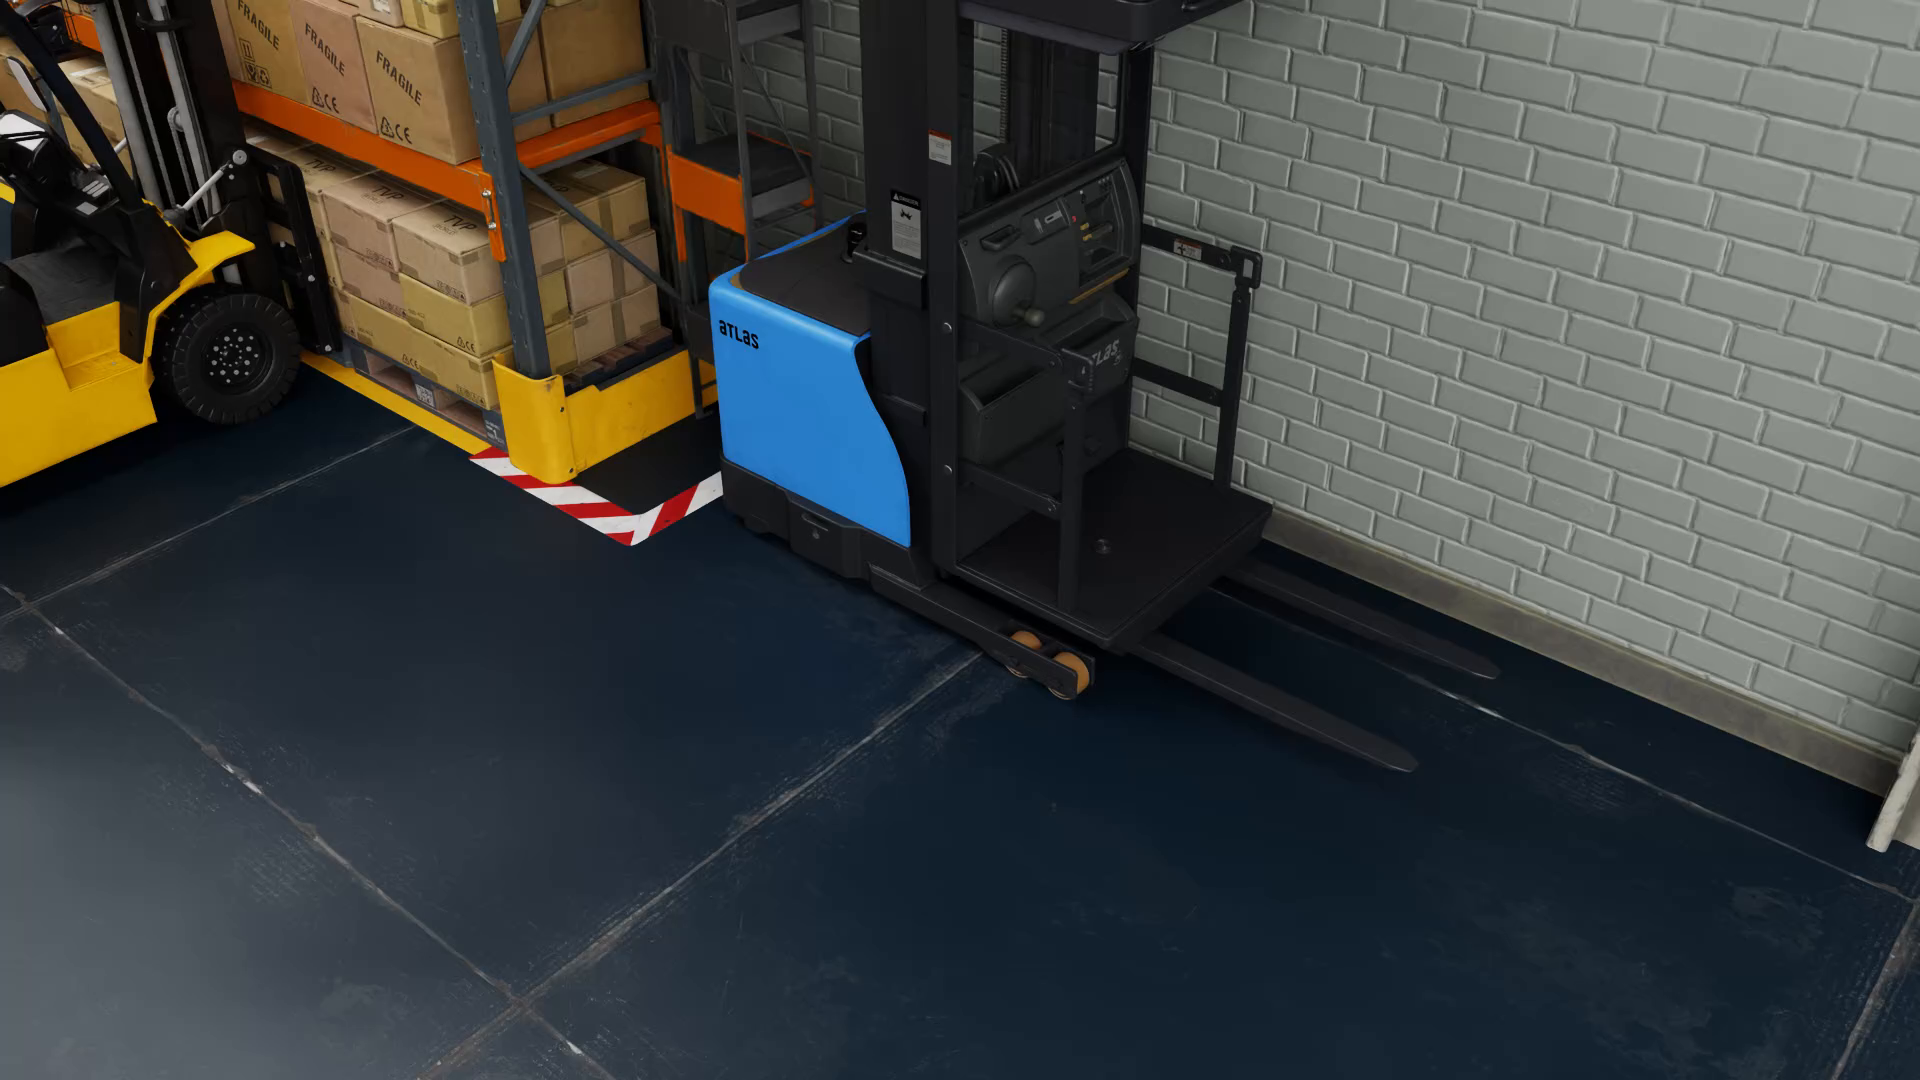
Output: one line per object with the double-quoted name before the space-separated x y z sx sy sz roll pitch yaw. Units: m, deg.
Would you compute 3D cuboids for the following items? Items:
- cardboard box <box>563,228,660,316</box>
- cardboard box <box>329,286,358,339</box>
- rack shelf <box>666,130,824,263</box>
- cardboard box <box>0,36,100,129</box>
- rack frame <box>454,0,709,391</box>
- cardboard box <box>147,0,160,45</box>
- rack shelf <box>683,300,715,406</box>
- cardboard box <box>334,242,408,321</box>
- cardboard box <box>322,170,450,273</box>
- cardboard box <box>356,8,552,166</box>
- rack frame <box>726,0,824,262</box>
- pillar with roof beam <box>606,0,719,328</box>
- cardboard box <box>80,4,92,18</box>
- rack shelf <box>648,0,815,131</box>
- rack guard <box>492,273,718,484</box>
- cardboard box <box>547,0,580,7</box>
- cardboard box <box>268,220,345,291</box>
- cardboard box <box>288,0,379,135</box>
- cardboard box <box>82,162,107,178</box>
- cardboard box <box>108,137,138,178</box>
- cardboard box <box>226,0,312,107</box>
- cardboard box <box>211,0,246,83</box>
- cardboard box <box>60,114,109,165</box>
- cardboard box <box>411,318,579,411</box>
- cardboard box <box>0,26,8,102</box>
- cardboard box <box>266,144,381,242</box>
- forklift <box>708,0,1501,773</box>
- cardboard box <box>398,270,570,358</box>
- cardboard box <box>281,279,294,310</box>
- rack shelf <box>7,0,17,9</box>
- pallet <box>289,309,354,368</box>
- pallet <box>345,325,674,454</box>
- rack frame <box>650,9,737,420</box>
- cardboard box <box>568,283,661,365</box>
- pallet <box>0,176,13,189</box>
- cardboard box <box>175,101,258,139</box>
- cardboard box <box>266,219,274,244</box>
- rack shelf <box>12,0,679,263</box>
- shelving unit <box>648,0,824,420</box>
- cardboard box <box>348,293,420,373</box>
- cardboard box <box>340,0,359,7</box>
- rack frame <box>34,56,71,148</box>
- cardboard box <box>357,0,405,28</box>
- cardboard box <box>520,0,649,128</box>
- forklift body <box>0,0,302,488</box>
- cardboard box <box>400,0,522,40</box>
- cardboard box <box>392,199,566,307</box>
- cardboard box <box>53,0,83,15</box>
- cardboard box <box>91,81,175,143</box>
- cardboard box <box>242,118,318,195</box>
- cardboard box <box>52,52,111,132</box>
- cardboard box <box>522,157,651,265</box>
"cardboard box" -1.731 -1.290 7.595 0.500 0.250 0.500 26 42 33
"cardboard box" -2.821 -1.225 7.942 0.500 0.250 0.500 26 42 32
"rack shelf" -0.889 -1.392 6.941 0.480 0.518 0.431 28 44 36
"cardboard box" -4.985 -2.611 9.628 0.625 0.625 0.875 27 43 34
"rack frame" -1.503 -1.783 6.697 0.127 3.000 1.000 25 42 32
"cardboard box" -3.602 -2.635 7.849 0.500 0.500 0.500 25 42 31
"rack shelf" -0.882 -0.812 7.332 0.480 0.518 0.431 28 44 36
"cardboard box" -2.455 -1.256 7.545 0.500 0.250 0.500 25 42 31
"cardboard box" -2.452 -1.449 7.385 0.500 0.250 0.500 26 42 33
"cardboard box" -2.049 -1.889 6.762 0.500 0.500 0.500 24 41 31
"rack frame" -0.714 -1.309 6.790 0.015 2.100 0.400 28 44 36
"pillar with roof beam" -4.215 -3.028 3.210 0.400 9.000 9.100 25 42 32
"cardboard box" -3.992 -2.818 8.115 0.500 0.500 0.500 26 42 33
"rack shelf" -0.895 -1.972 6.549 0.480 0.518 0.431 28 44 36
"rack guard" -1.484 -0.744 7.392 0.348 0.500 1.175 25 42 32
"cardboard box" -1.597 -2.328 6.829 0.250 0.149 0.380 24 41 31
"cardboard box" -2.865 -1.434 7.804 0.500 0.250 0.500 24 41 31
"cardboard box" -2.442 -2.081 7.042 0.500 0.500 0.500 27 43 33
"cardboard box" -4.417 -1.953 9.002 0.500 0.250 0.500 26 42 32
"cardboard box" -4.014 -1.987 8.610 0.500 0.250 0.500 25 42 32
"cardboard box" -2.836 -2.266 7.312 0.500 0.500 0.500 24 41 31
"cardboard box" -3.229 -2.443 7.570 0.500 0.500 0.500 26 42 32
"cardboard box" -4.402 -2.169 8.874 0.500 0.250 0.500 25 42 32
"cardboard box" -2.066 -0.856 7.404 0.500 0.250 0.500 26 42 32
"cardboard box" -5.576 -2.895 10.043 0.625 0.625 0.875 25 42 31
"cardboard box" -2.846 -1.627 7.644 0.500 0.250 0.500 26 42 32
"forklift" 0.482 -0.980 5.588 3.031 2.935 1.130 25 42 32
"cardboard box" -2.077 -1.069 7.274 0.500 0.250 0.500 25 41 31
"cardboard box" -3.234 -1.404 8.202 0.500 0.250 0.500 27 43 33
"rack shelf" -6.114 -3.660 10.065 4.000 0.370 1.077 25 42 32
"pallet" -3.050 -1.335 8.507 1.213 0.211 1.003 25 42 32
"pallet" -2.117 -0.893 7.863 1.213 0.211 1.003 25 42 32
"rack frame" -1.063 -1.498 7.075 0.015 2.100 0.400 28 44 36
"cardboard box" -1.755 -1.086 7.740 0.500 0.250 0.500 25 42 32
"pallet" -5.168 -2.333 9.960 1.213 0.211 1.003 25 42 32
"cardboard box" -3.629 -2.008 8.198 0.500 0.250 0.500 27 43 33
"cardboard box" -3.248 -1.616 8.070 0.500 0.250 0.500 25 42 32
"rack shelf" -3.040 -2.211 7.956 4.000 0.370 1.077 25 42 32
"shelving unit" -0.889 -1.403 6.933 0.503 2.100 0.431 28 44 36
"cardboard box" -2.442 -1.040 7.673 0.500 0.250 0.500 25 42 32
"cardboard box" -2.324 -2.296 6.782 0.250 0.149 0.380 26 42 33
"rack frame" -4.577 -3.232 8.807 0.127 3.000 1.000 25 42 32
"cardboard box" -2.164 -2.175 6.607 0.250 0.149 0.380 26 42 33
"cardboard box" -1.706 -2.125 7.106 0.500 0.500 0.500 27 43 33
"forklift body" -4.127 -1.327 6.782 1.214 2.155 2.313 25 42 32
"cardboard box" -1.948 -2.096 6.491 0.250 0.149 0.380 26 42 32
"cardboard box" -2.056 -1.266 7.119 0.500 0.250 0.500 27 43 33
"cardboard box" -4.403 -2.999 8.379 0.500 0.500 0.500 24 41 31
"cardboard box" -4.019 -2.183 8.453 0.500 0.250 0.500 25 42 32
"cardboard box" -3.231 -1.814 7.916 0.500 0.250 0.500 24 41 31
"cardboard box" -4.406 -2.372 8.729 0.500 0.250 0.500 25 41 31
"cardboard box" -1.751 -1.492 7.447 0.500 0.250 0.500 25 41 31
